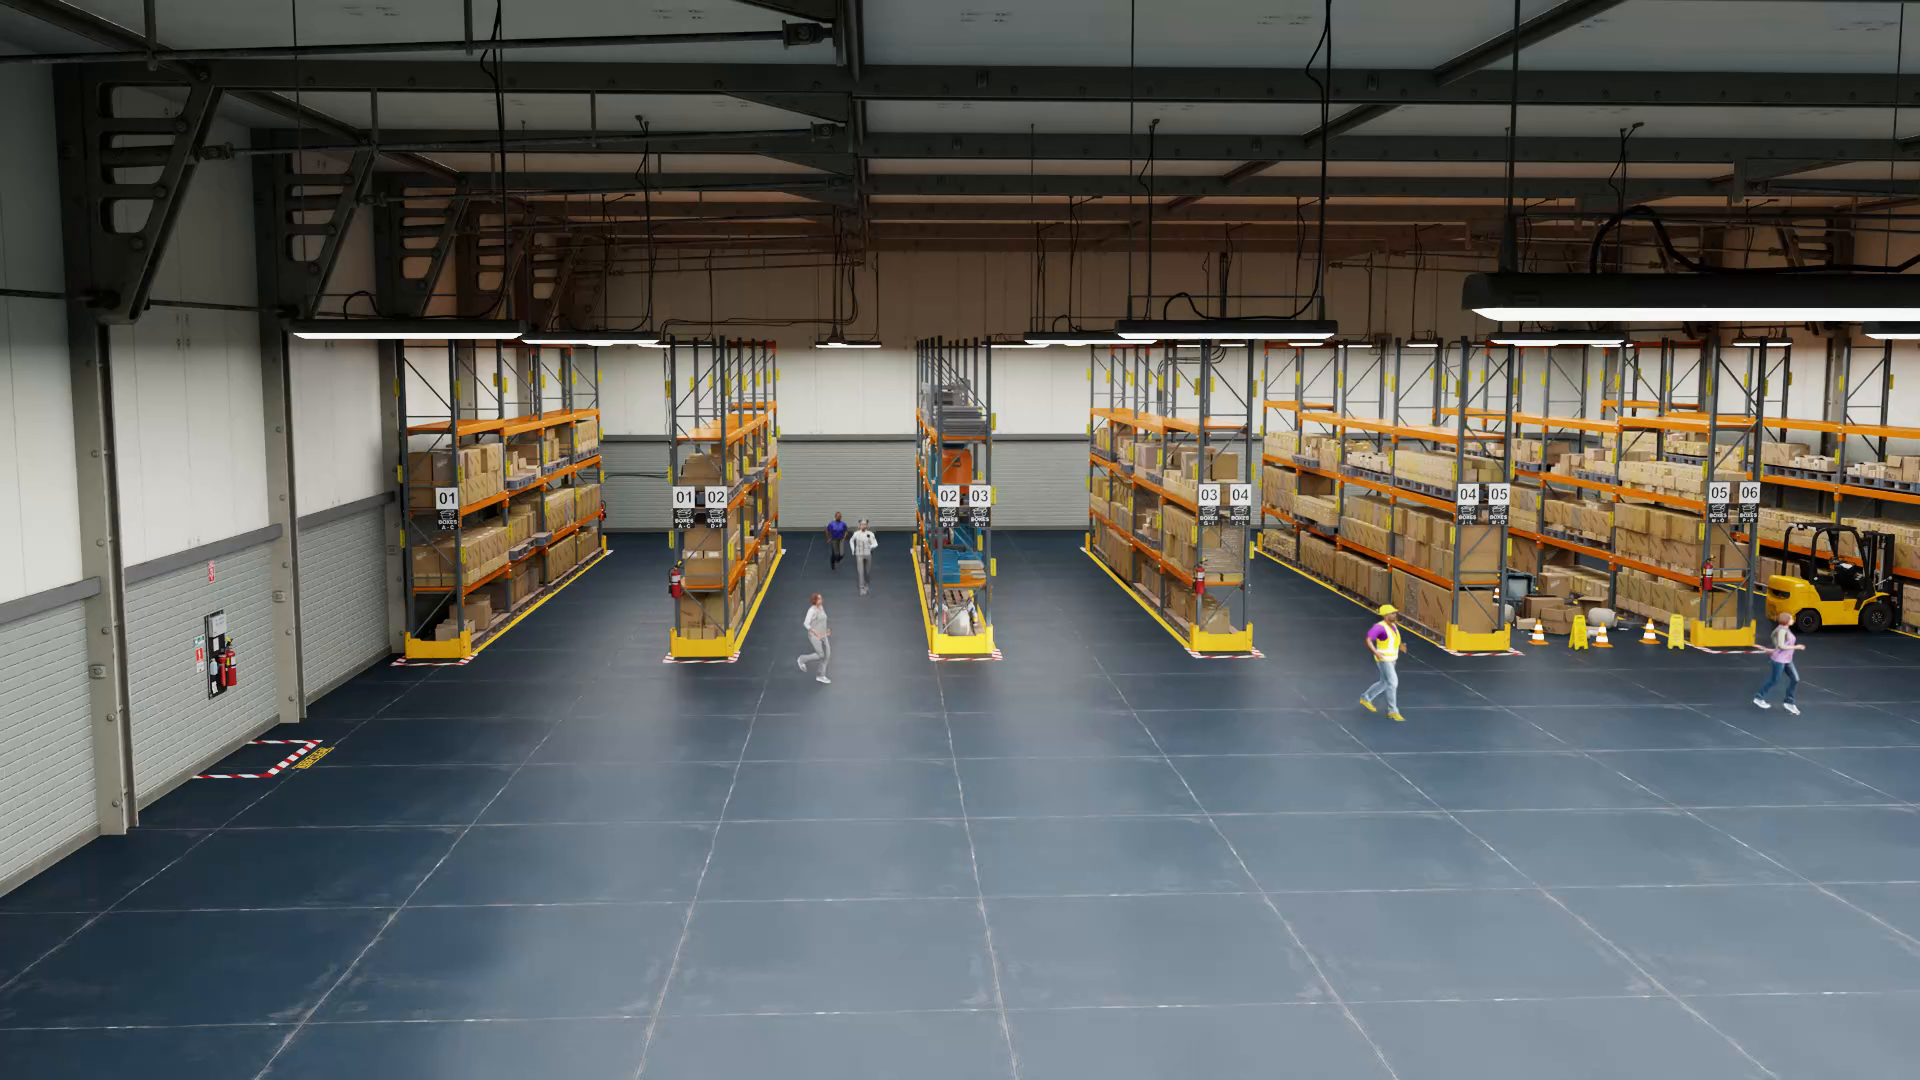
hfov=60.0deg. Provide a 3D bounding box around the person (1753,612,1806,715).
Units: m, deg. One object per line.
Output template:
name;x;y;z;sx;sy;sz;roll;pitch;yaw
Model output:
person;12.984;1.940;26.322;0.729;1.637;0.525;6;9;43

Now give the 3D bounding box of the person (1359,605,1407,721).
person;6.646;1.906;26.031;0.807;1.817;0.704;4;8;34

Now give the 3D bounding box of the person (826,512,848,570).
person;-3.153;0.031;42.800;0.559;1.532;0.576;-2;7;-14

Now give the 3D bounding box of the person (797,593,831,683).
person;-2.515;1.689;28.883;0.623;1.564;0.545;3;7;26

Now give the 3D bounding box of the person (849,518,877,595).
person;-2.164;0.359;37.321;0.624;1.696;0.791;-1;7;-5
